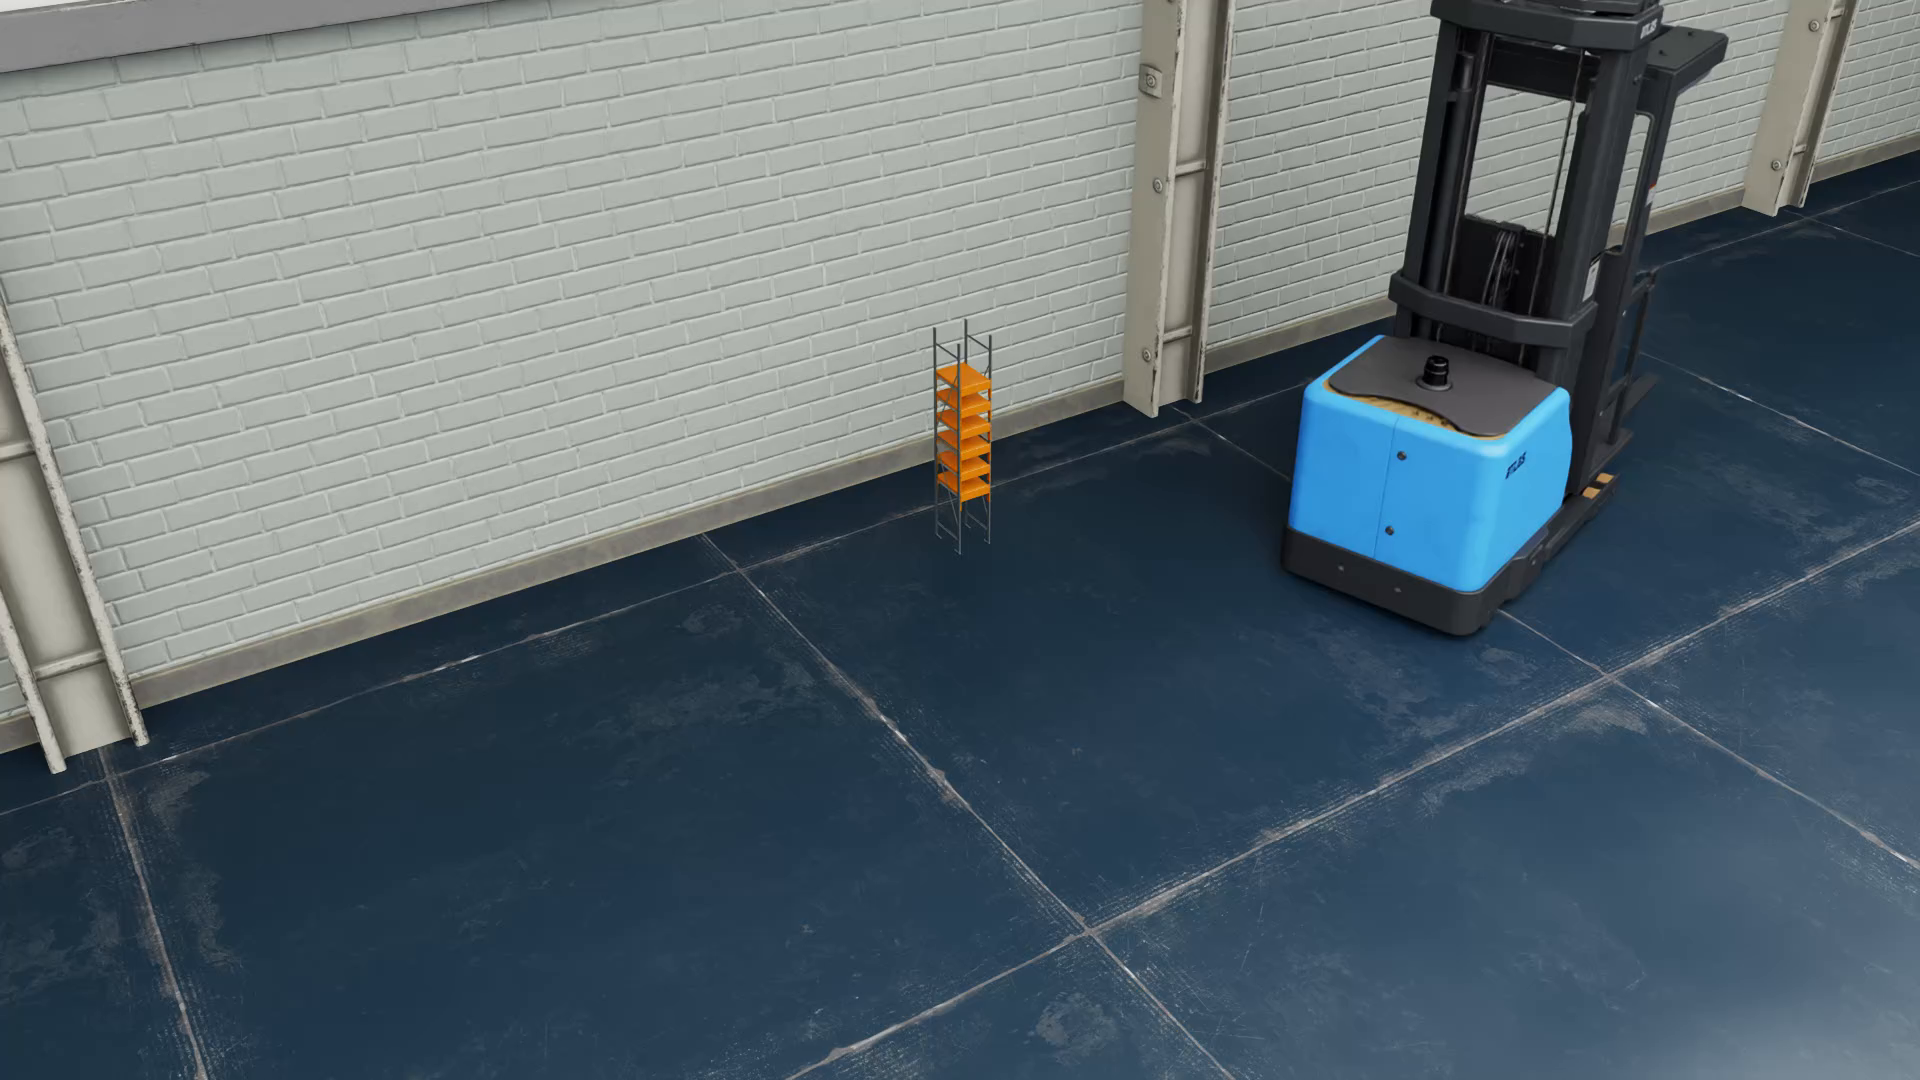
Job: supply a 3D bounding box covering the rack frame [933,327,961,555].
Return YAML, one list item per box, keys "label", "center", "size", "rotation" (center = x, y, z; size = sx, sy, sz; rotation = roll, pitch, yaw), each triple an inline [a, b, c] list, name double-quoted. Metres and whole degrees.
- label: "rack frame"
  center: [-0.065, -0.485, 8.395]
  size: [0.006, 1.200, 0.240]
  rotation: [-19, 37, -27]

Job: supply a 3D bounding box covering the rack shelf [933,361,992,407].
- label: "rack shelf"
  center: [0.012, -0.779, 8.268]
  size: [0.180, 0.103, 0.258]
  rotation: [-19, 37, -27]

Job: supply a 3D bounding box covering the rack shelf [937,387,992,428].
- label: "rack shelf"
  center: [0.012, -0.677, 8.332]
  size: [0.180, 0.103, 0.258]
  rotation: [-19, 37, -27]

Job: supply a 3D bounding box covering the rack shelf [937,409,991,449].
- label: "rack shelf"
  center: [0.012, -0.576, 8.396]
  size: [0.180, 0.103, 0.258]
  rotation: [-19, 37, -27]

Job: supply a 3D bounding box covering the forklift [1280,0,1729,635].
- label: "forklift"
  center: [2.939, -1.508, 8.393]
  size: [1.130, 2.935, 3.031]
  rotation: [23, 39, 32]

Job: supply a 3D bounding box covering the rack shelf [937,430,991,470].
- label: "rack shelf"
  center: [0.012, -0.474, 8.460]
  size: [0.180, 0.103, 0.258]
  rotation: [-19, 37, -27]

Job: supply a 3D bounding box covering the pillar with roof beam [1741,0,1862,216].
- label: "pillar with roof beam"
  center: [8.597, -4.463, 7.390]
  size: [0.400, 9.000, 9.100]
  rotation: [-19, 37, -27]

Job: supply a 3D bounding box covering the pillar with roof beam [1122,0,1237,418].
- label: "pillar with roof beam"
  center: [3.554, -2.729, 4.641]
  size: [0.400, 9.000, 9.100]
  rotation: [-19, 37, -27]

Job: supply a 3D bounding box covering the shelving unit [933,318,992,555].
- label: "shelving unit"
  center: [0.012, -0.512, 8.437]
  size: [0.189, 1.200, 0.258]
  rotation: [-19, 37, -27]

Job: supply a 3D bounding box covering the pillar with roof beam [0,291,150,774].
- label: "pillar with roof beam"
  center: [-1.489, -0.994, 1.892]
  size: [0.400, 9.000, 9.100]
  rotation: [-19, 37, -27]

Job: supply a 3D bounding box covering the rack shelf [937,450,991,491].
- label: "rack shelf"
  center: [0.012, -0.373, 8.524]
  size: [0.180, 0.103, 0.258]
  rotation: [-19, 37, -27]

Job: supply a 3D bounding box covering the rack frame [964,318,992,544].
- label: "rack frame"
  center: [0.089, -0.538, 8.478]
  size: [0.006, 1.200, 0.240]
  rotation: [-19, 37, -27]

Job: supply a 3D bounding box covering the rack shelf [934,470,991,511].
- label: "rack shelf"
  center: [0.012, -0.271, 8.588]
  size: [0.180, 0.103, 0.258]
  rotation: [-19, 37, -27]
